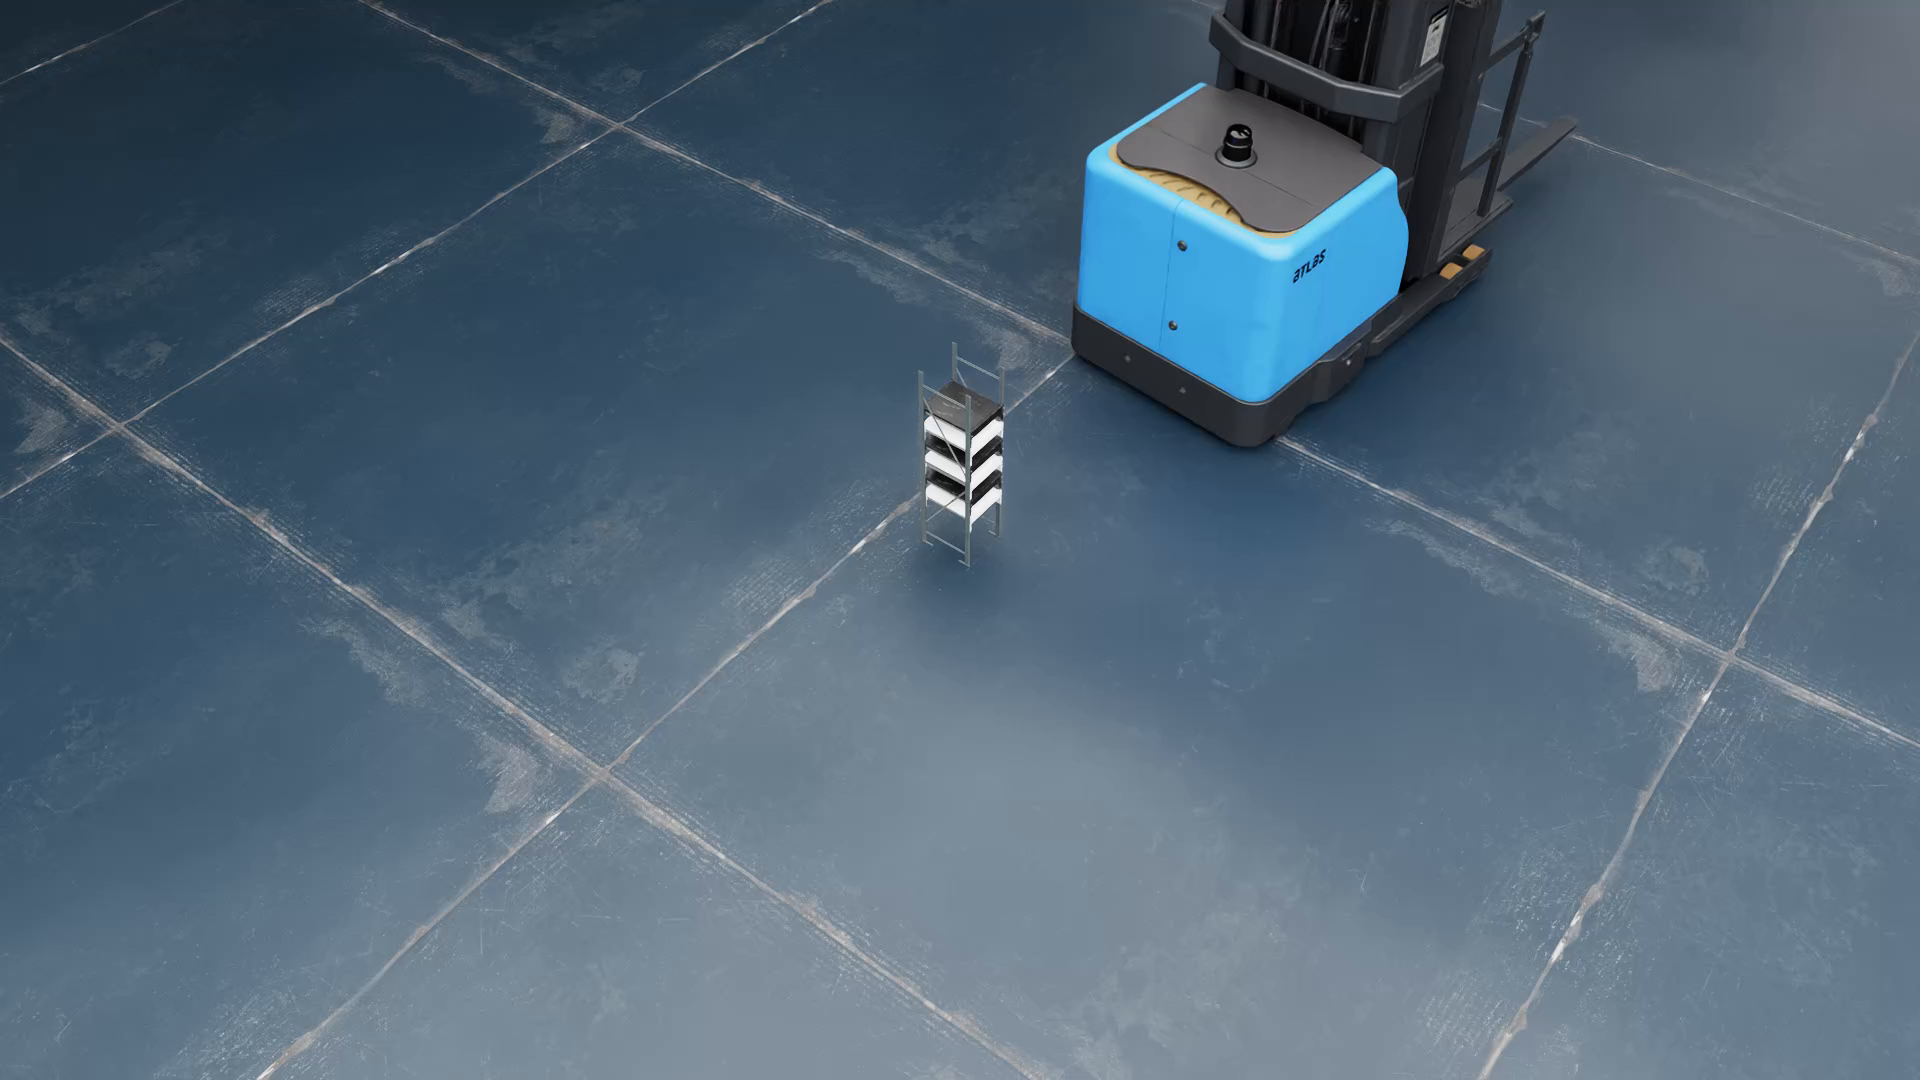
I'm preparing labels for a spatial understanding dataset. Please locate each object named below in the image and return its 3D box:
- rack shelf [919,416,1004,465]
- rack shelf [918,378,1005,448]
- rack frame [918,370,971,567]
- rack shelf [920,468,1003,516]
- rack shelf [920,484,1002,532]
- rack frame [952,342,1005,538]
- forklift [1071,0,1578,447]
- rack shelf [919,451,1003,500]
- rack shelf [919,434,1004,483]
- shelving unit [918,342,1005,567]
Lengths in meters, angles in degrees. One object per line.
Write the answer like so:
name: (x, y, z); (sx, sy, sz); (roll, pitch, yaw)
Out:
rack shelf: (0.005, -0.417, 6.323); (0.258, 0.077, 0.200); (29, 53, 25)
rack shelf: (0.005, -0.479, 6.258); (0.258, 0.077, 0.200); (29, 53, 25)
rack frame: (-0.057, -0.257, 6.373); (0.240, 0.900, 0.006); (29, 53, 25)
rack shelf: (0.005, -0.230, 6.518); (0.258, 0.077, 0.200); (29, 53, 25)
rack shelf: (0.005, -0.168, 6.583); (0.258, 0.077, 0.200); (29, 53, 25)
rack frame: (0.067, -0.374, 6.485); (0.240, 0.900, 0.006); (29, 53, 25)
forklift: (1.878, -2.379, 6.995); (1.130, 2.935, 3.031); (34, 55, 28)
rack shelf: (0.005, -0.292, 6.453); (0.258, 0.077, 0.200); (29, 53, 25)
rack shelf: (0.005, -0.355, 6.388); (0.258, 0.077, 0.200); (29, 53, 25)
shelving unit: (0.005, -0.315, 6.429); (0.258, 0.900, 0.210); (29, 53, 25)
